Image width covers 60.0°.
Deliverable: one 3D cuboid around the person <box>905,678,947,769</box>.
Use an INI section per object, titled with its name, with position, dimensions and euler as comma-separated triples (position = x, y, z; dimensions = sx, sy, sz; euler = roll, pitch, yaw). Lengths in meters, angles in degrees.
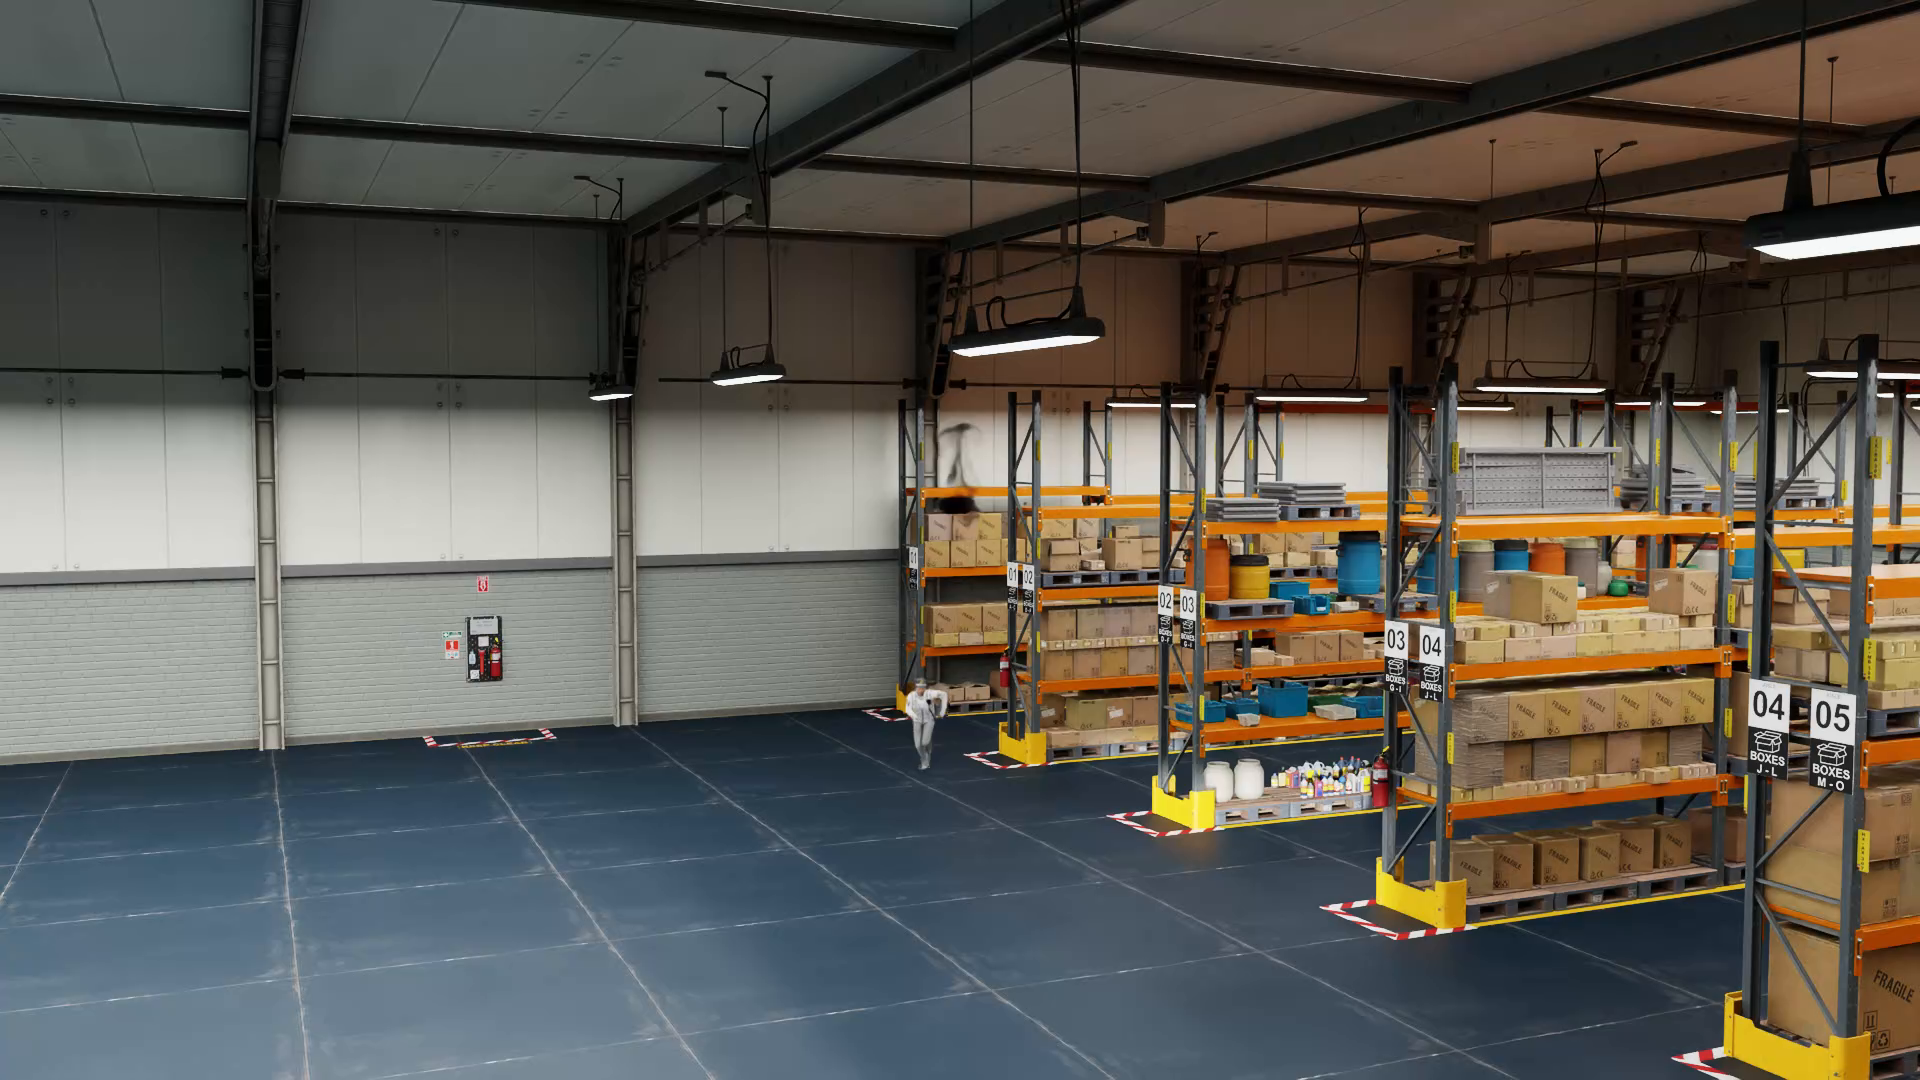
[person]
position = -0.526, 2.885, 26.064
dimensions = 0.643, 1.505, 0.843
euler = 0, 3, 7
